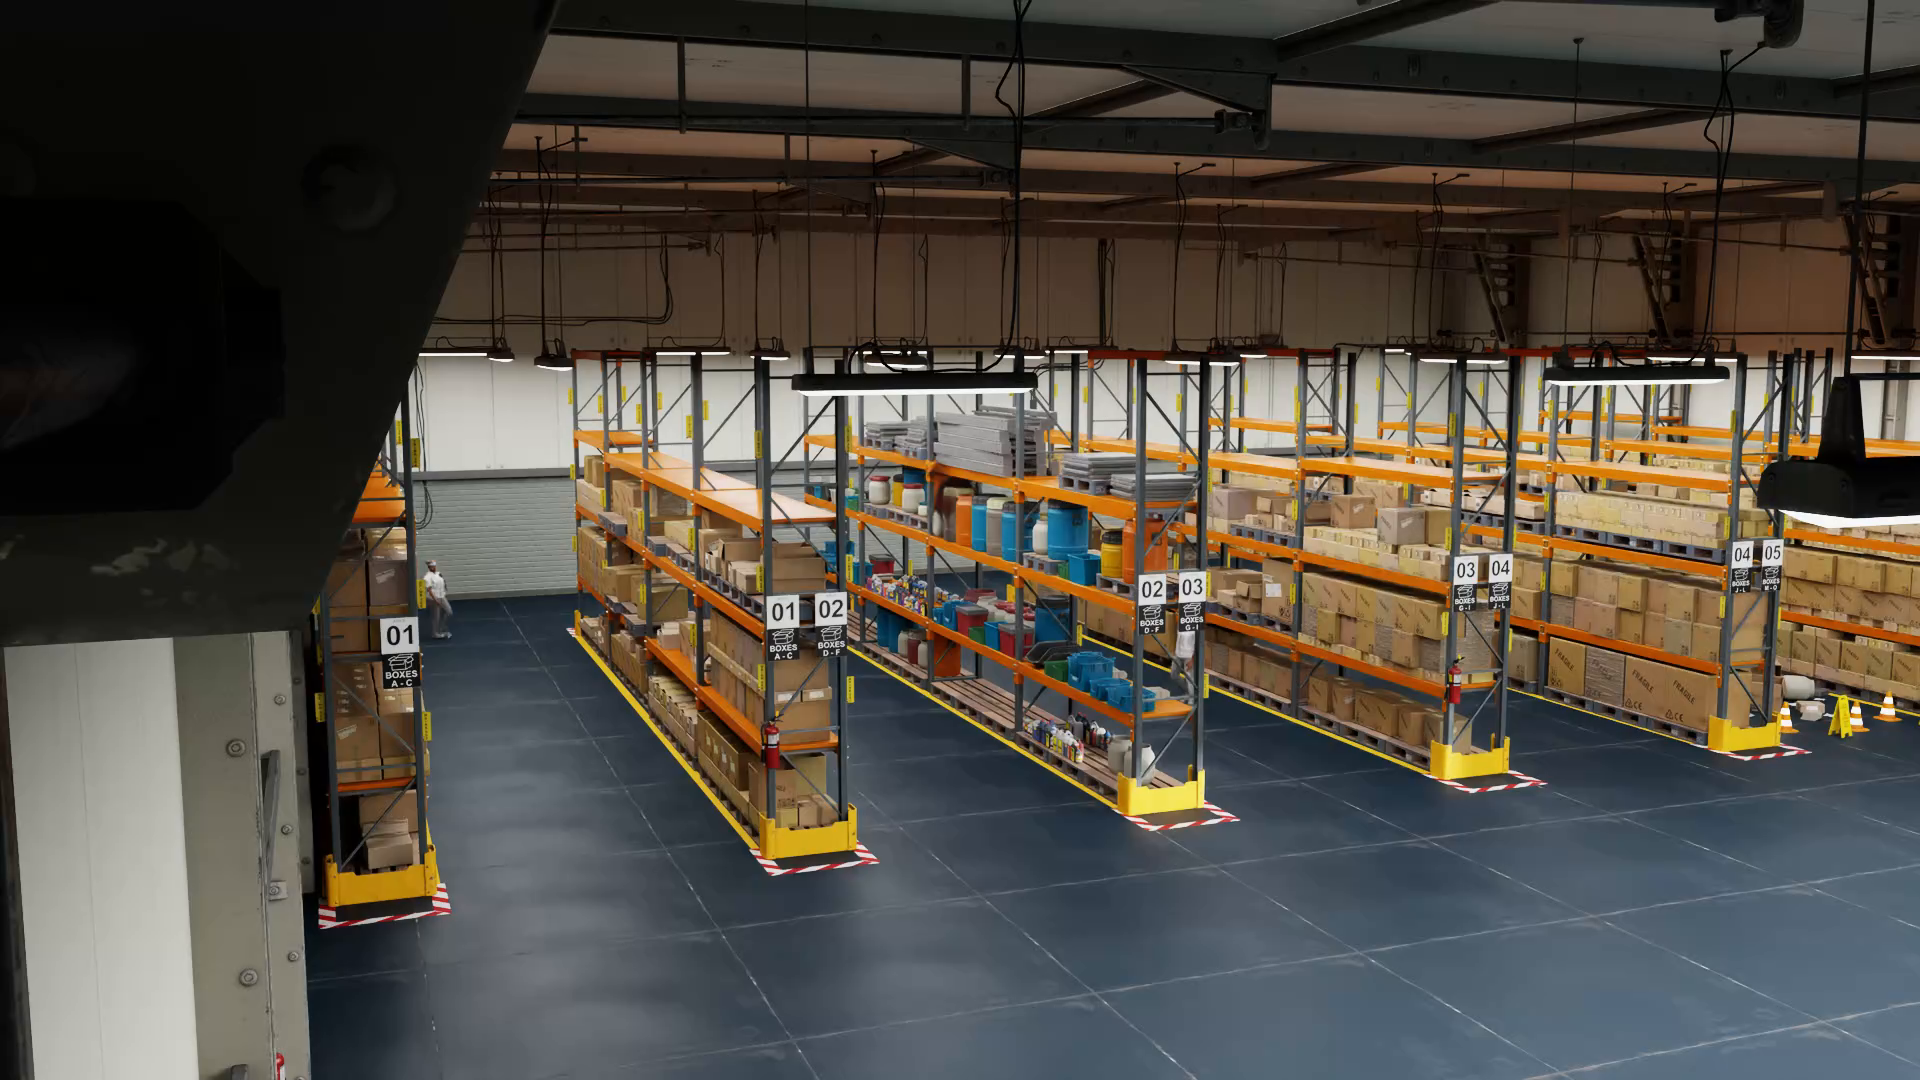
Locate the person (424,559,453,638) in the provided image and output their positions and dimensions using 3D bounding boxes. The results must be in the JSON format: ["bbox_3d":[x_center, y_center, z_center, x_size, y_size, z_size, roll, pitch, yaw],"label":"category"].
[{"bbox_3d":[-10.783,1.227,34.400,0.486,1.691,0.552,3,8,24],"label":"person"}]

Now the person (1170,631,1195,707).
[{"bbox_3d":[3.833,1.973,28.040,0.480,1.757,0.676,-4,8,-31],"label":"person"}]
